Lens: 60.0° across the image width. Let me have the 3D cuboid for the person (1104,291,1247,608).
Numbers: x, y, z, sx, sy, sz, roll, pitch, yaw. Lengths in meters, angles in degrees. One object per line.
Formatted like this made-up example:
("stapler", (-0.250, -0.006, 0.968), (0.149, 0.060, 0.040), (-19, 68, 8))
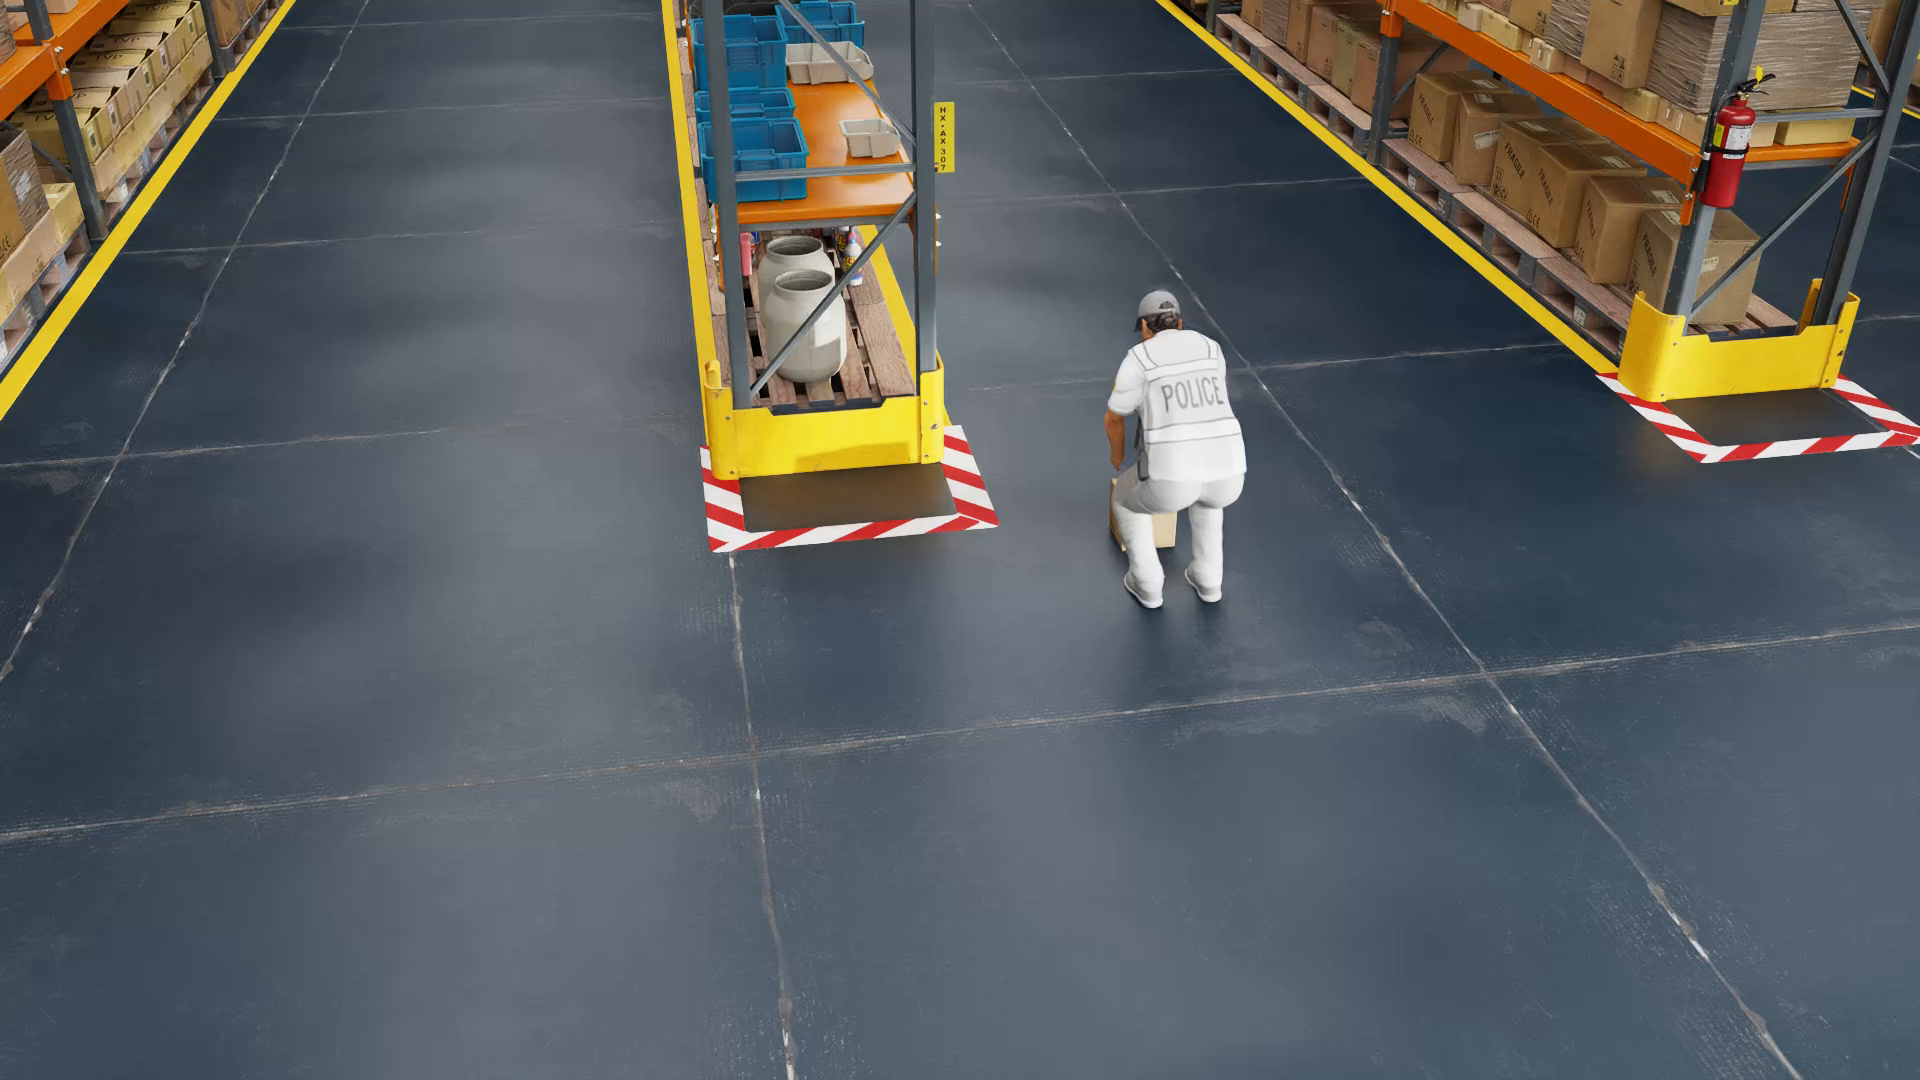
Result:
("person", (0.897, -0.356, 7.097), (0.539, 1.294, 0.774), (-5, 31, -9))
